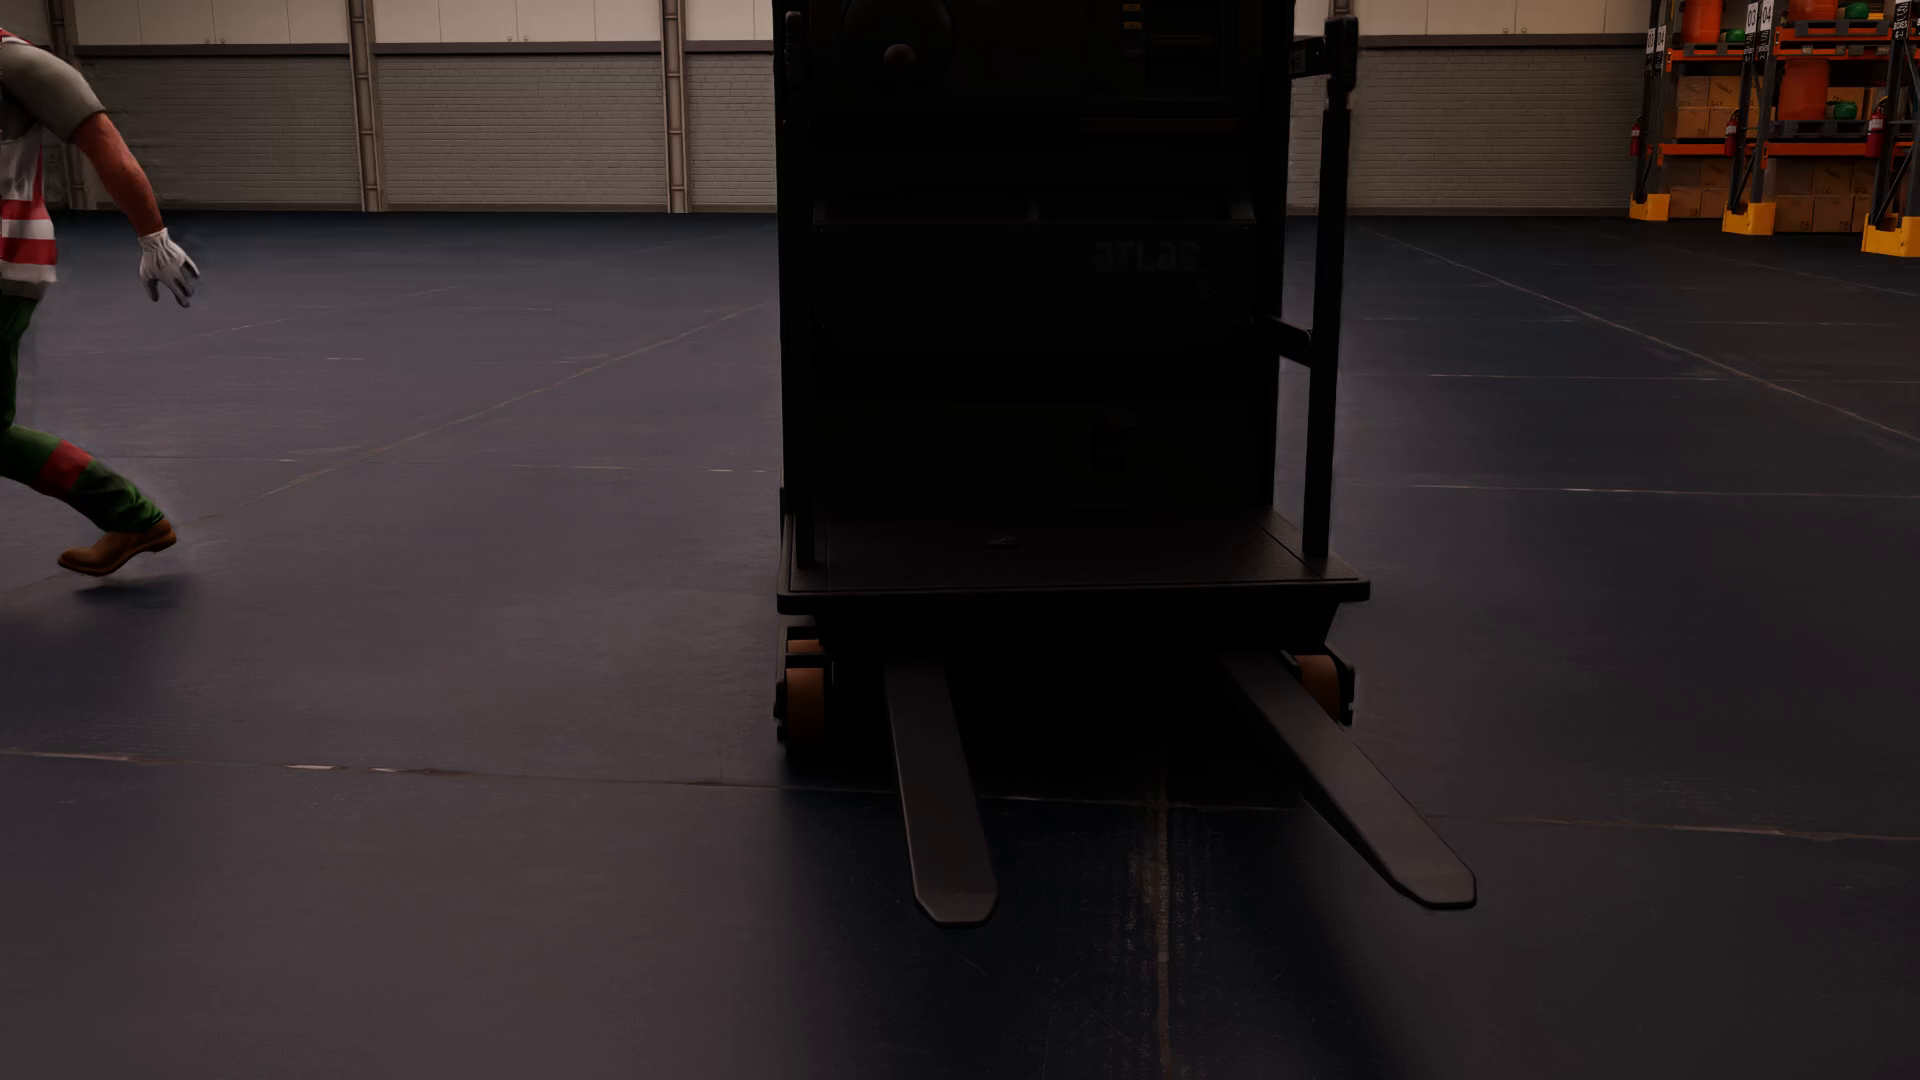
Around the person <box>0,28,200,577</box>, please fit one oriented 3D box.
[{"bbox_3d":[-2.434,-0.659,4.115,0.936,1.700,0.569,-10,17,-38],"label":"person"}]

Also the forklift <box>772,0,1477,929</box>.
[{"bbox_3d":[0.176,-1.099,3.208,1.130,2.935,3.031,-1,13,-5],"label":"forklift"}]
